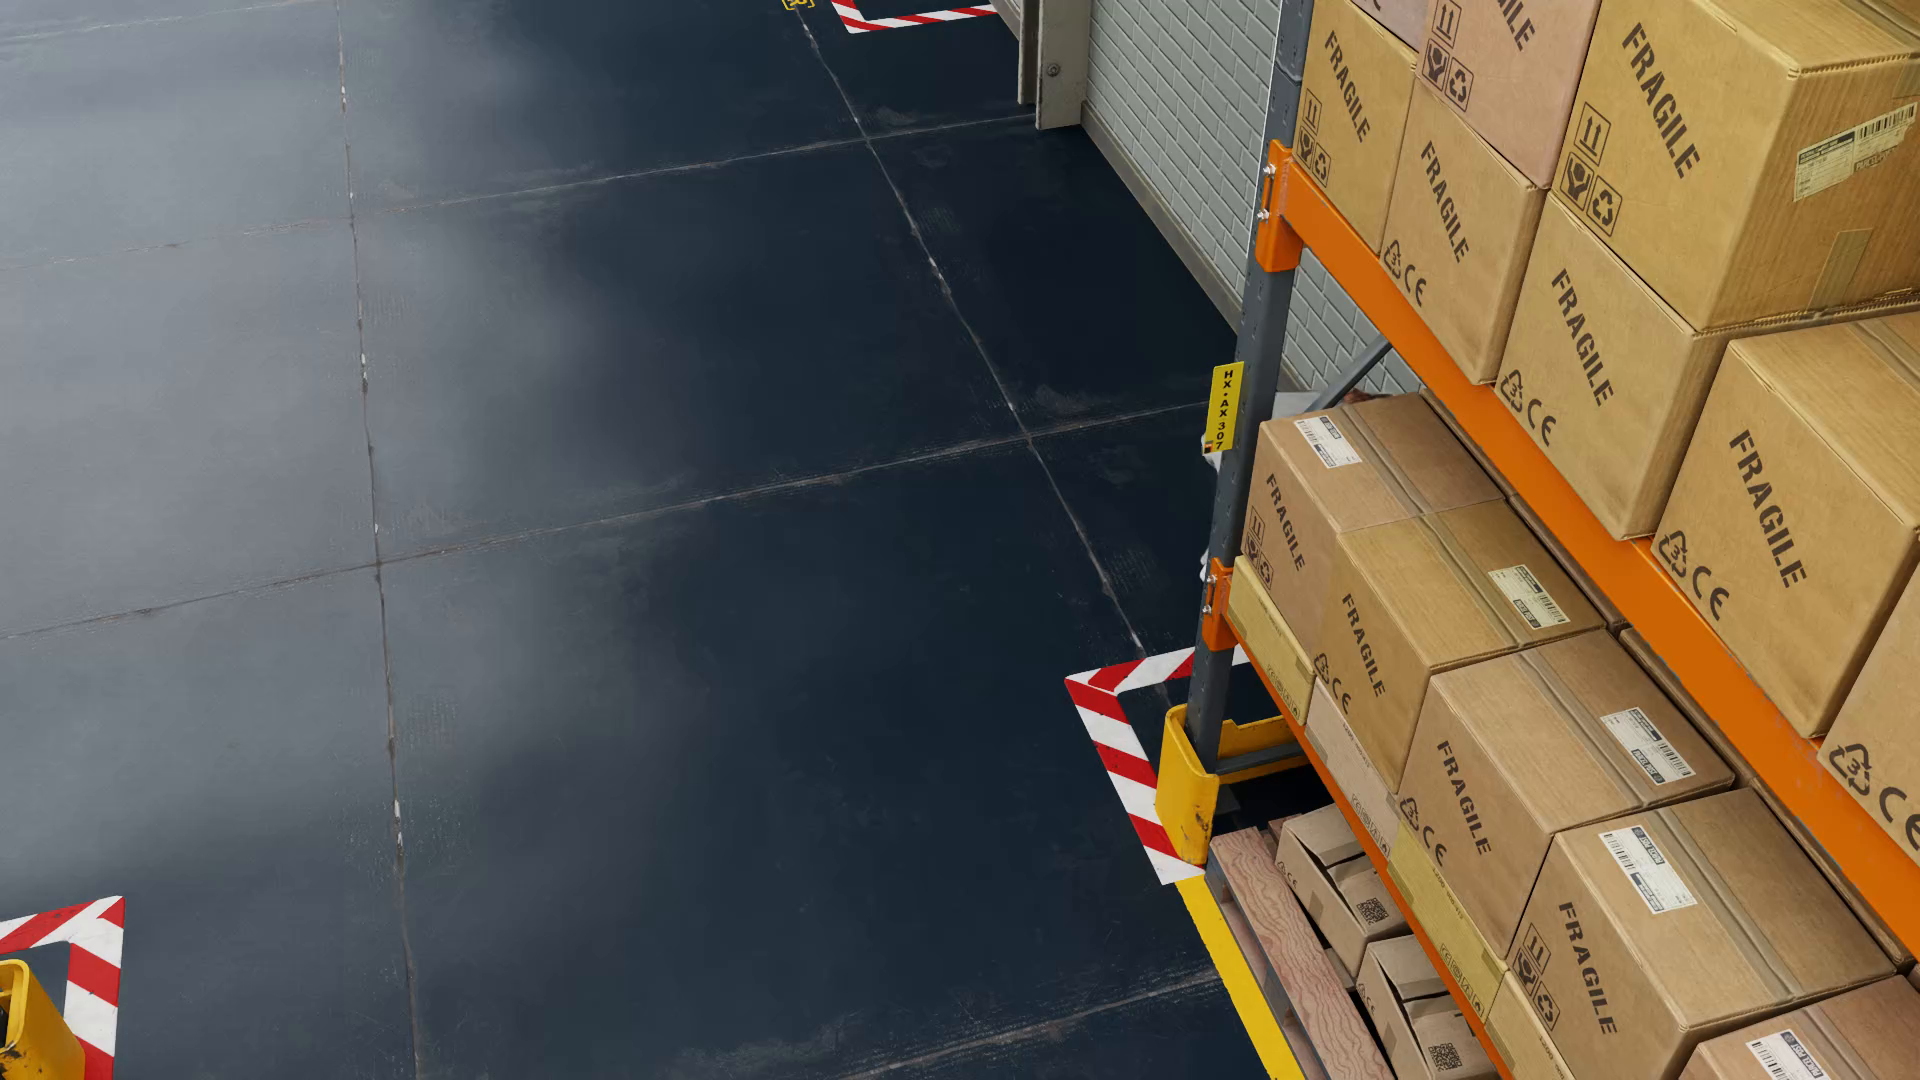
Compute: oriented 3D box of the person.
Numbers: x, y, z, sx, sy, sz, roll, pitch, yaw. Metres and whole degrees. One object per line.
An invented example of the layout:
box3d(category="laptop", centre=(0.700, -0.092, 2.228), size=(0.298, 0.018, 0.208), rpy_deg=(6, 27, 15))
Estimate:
box3d(category="person", centre=(1.395, -0.197, 6.880), size=(0.866, 0.998, 0.446), rpy_deg=(-14, 44, -15))
